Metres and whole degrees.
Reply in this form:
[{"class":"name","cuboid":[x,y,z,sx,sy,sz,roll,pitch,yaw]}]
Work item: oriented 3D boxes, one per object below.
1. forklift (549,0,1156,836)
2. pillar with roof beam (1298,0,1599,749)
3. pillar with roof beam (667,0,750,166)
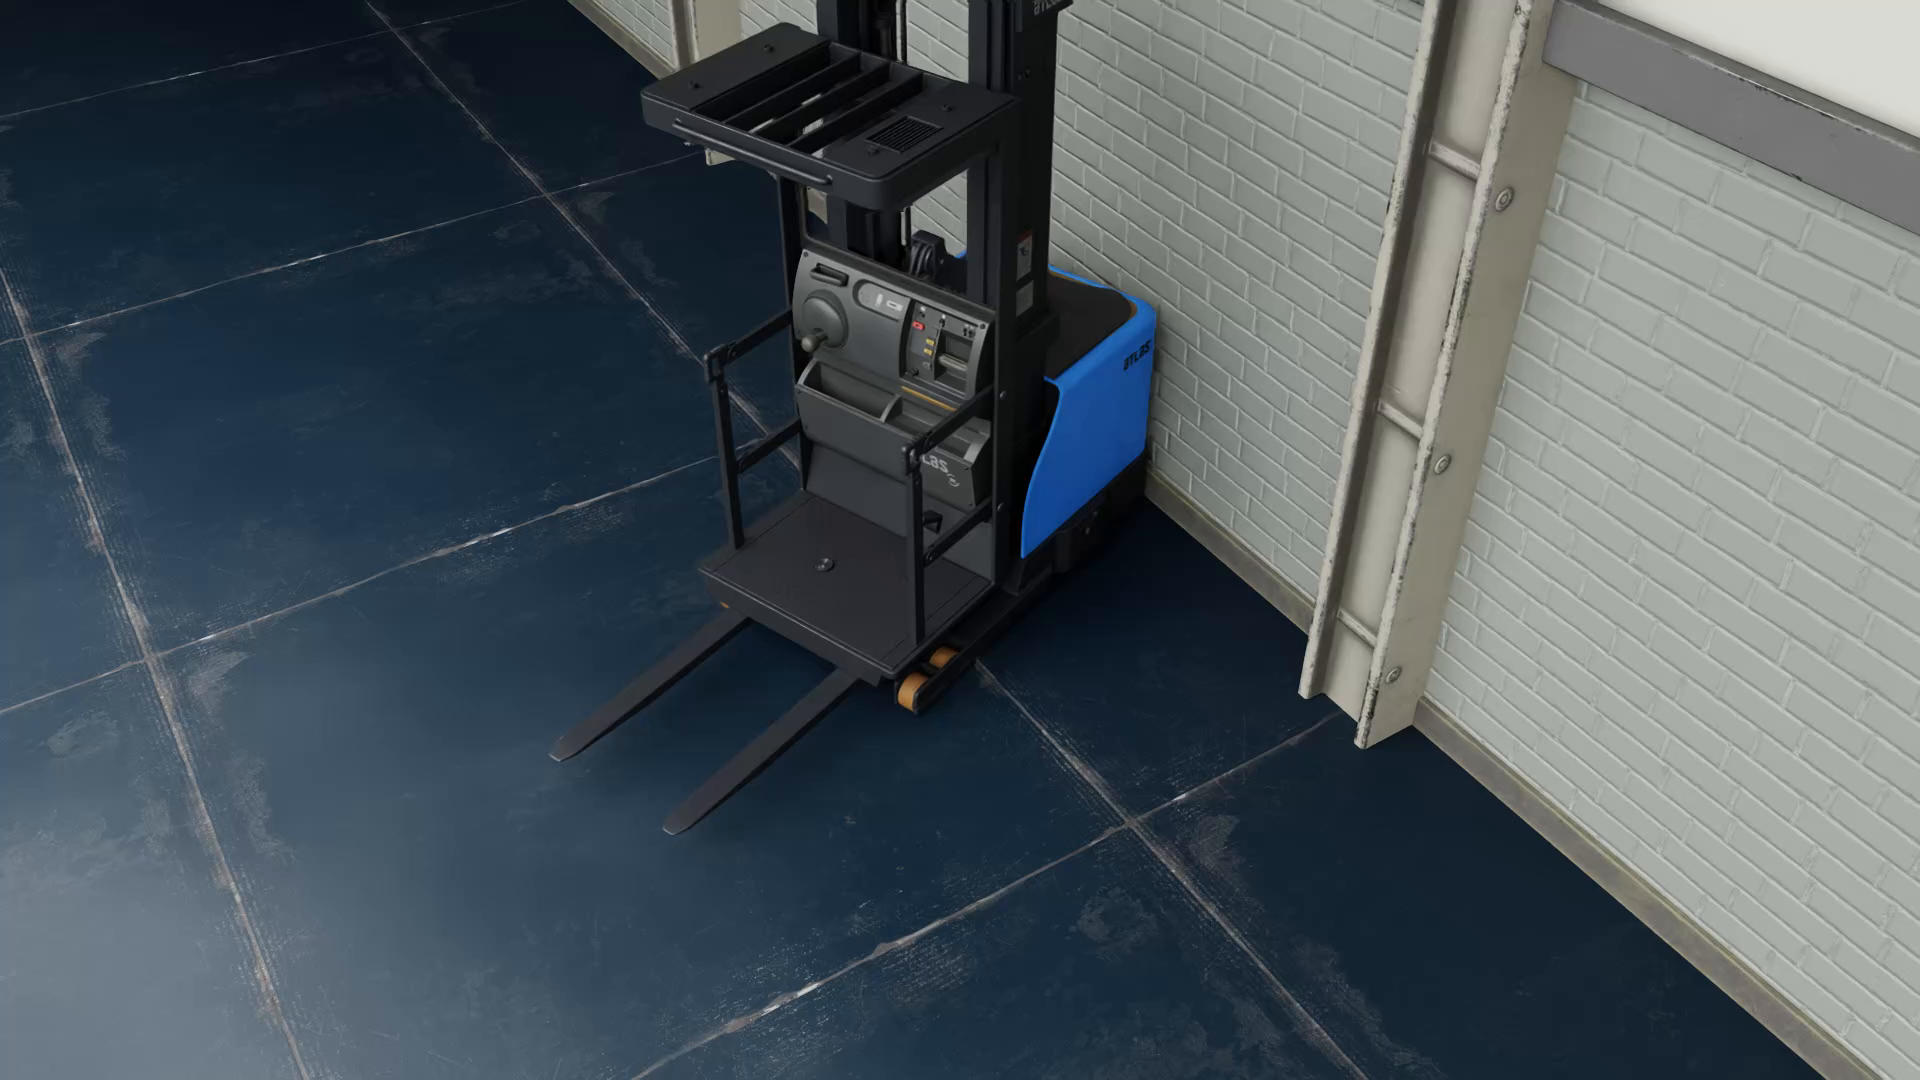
[{"class":"forklift","cuboid":[-0.407,-0.771,6.386,1.130,2.935,3.031,26,46,28]},{"class":"pillar with roof beam","cuboid":[-1.977,-1.285,2.263,9.100,9.000,0.400,-22,45,-24]},{"class":"pillar with roof beam","cuboid":[-5.203,-4.523,6.149,9.100,9.000,0.400,-22,45,-24]}]
